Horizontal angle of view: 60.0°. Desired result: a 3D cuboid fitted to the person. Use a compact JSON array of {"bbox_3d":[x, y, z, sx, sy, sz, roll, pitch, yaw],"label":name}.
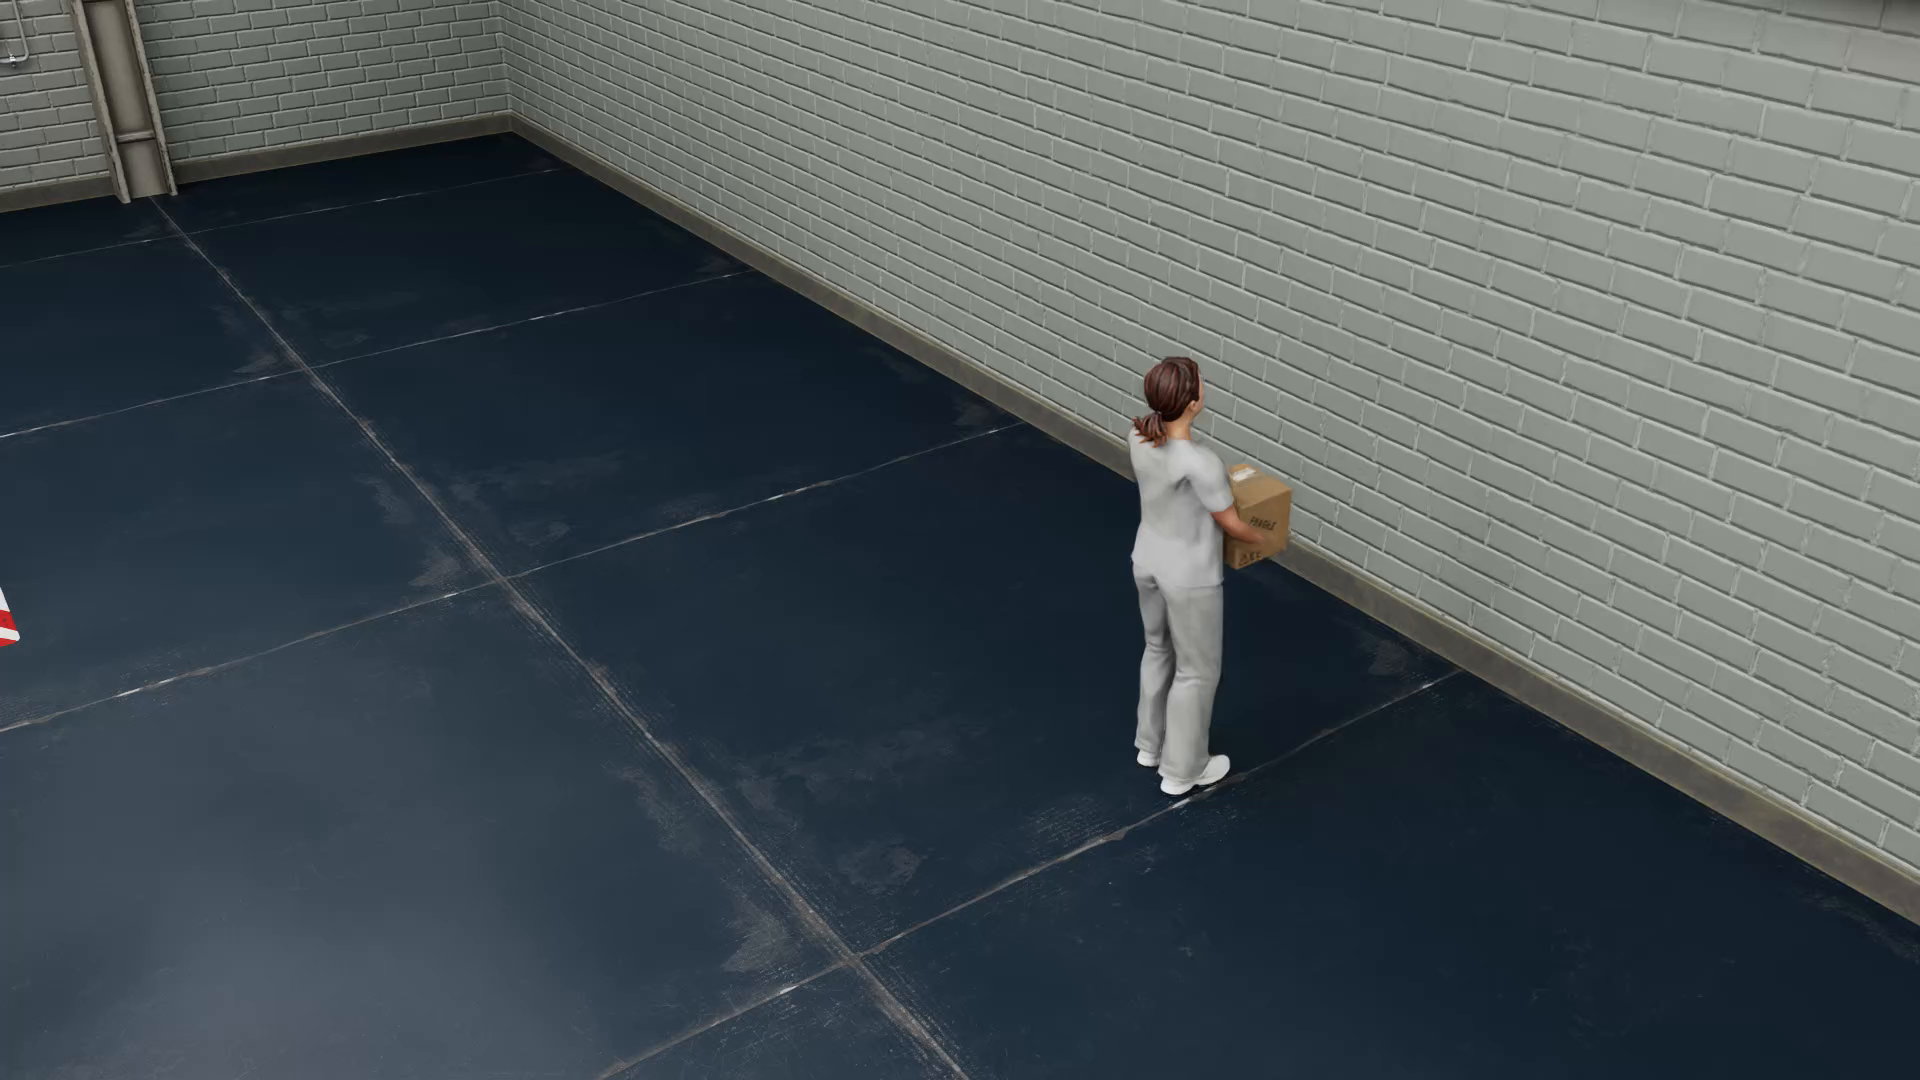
[{"bbox_3d":[0.824,0.098,5.950,0.548,1.669,0.442,-20,34,-31],"label":"person"}]
